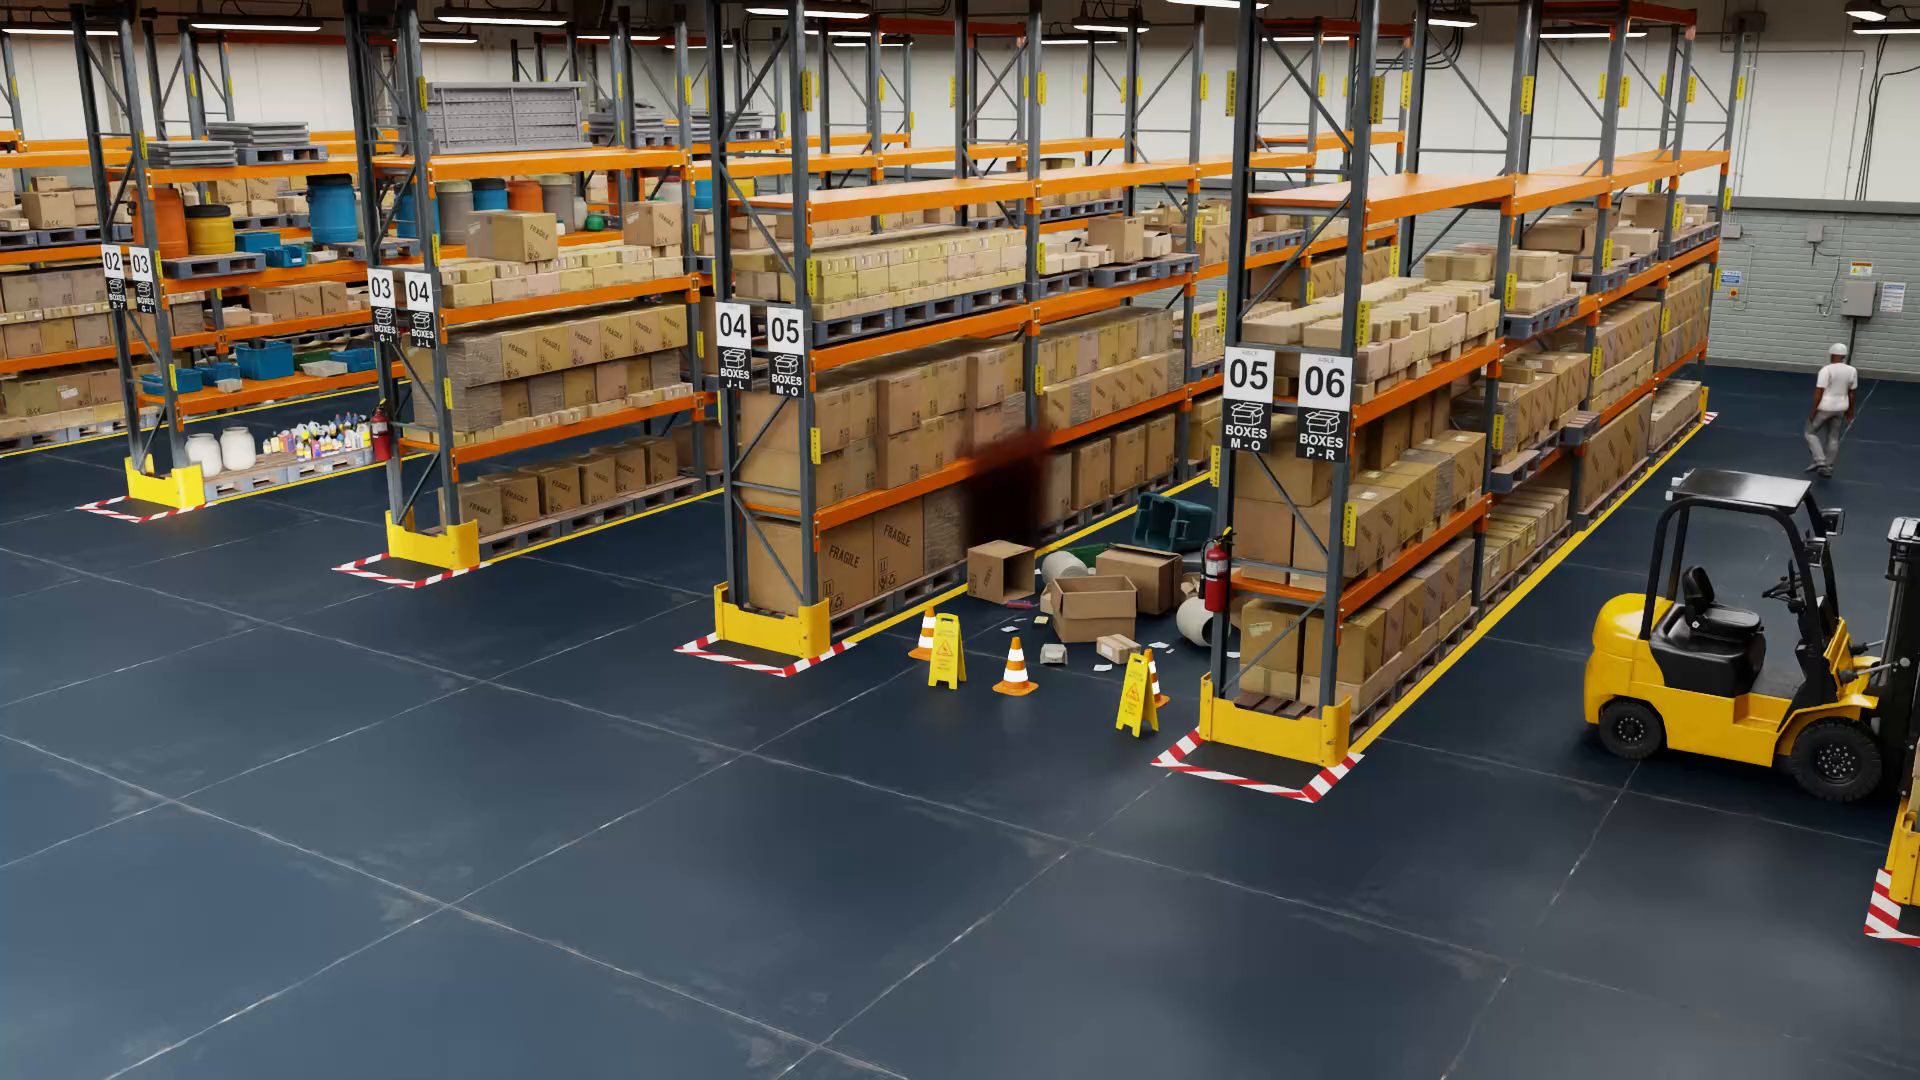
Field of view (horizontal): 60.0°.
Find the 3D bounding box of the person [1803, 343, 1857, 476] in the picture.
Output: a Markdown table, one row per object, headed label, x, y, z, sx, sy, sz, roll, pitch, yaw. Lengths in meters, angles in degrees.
| label | x | y | z | sx | sy | sz | roll | pitch | yaw |
| --- | --- | --- | --- | --- | --- | --- | --- | --- | --- |
| person | 11.624 | -1.734 | 22.164 | 0.610 | 1.766 | 0.467 | -2 | 16 | -6 |
